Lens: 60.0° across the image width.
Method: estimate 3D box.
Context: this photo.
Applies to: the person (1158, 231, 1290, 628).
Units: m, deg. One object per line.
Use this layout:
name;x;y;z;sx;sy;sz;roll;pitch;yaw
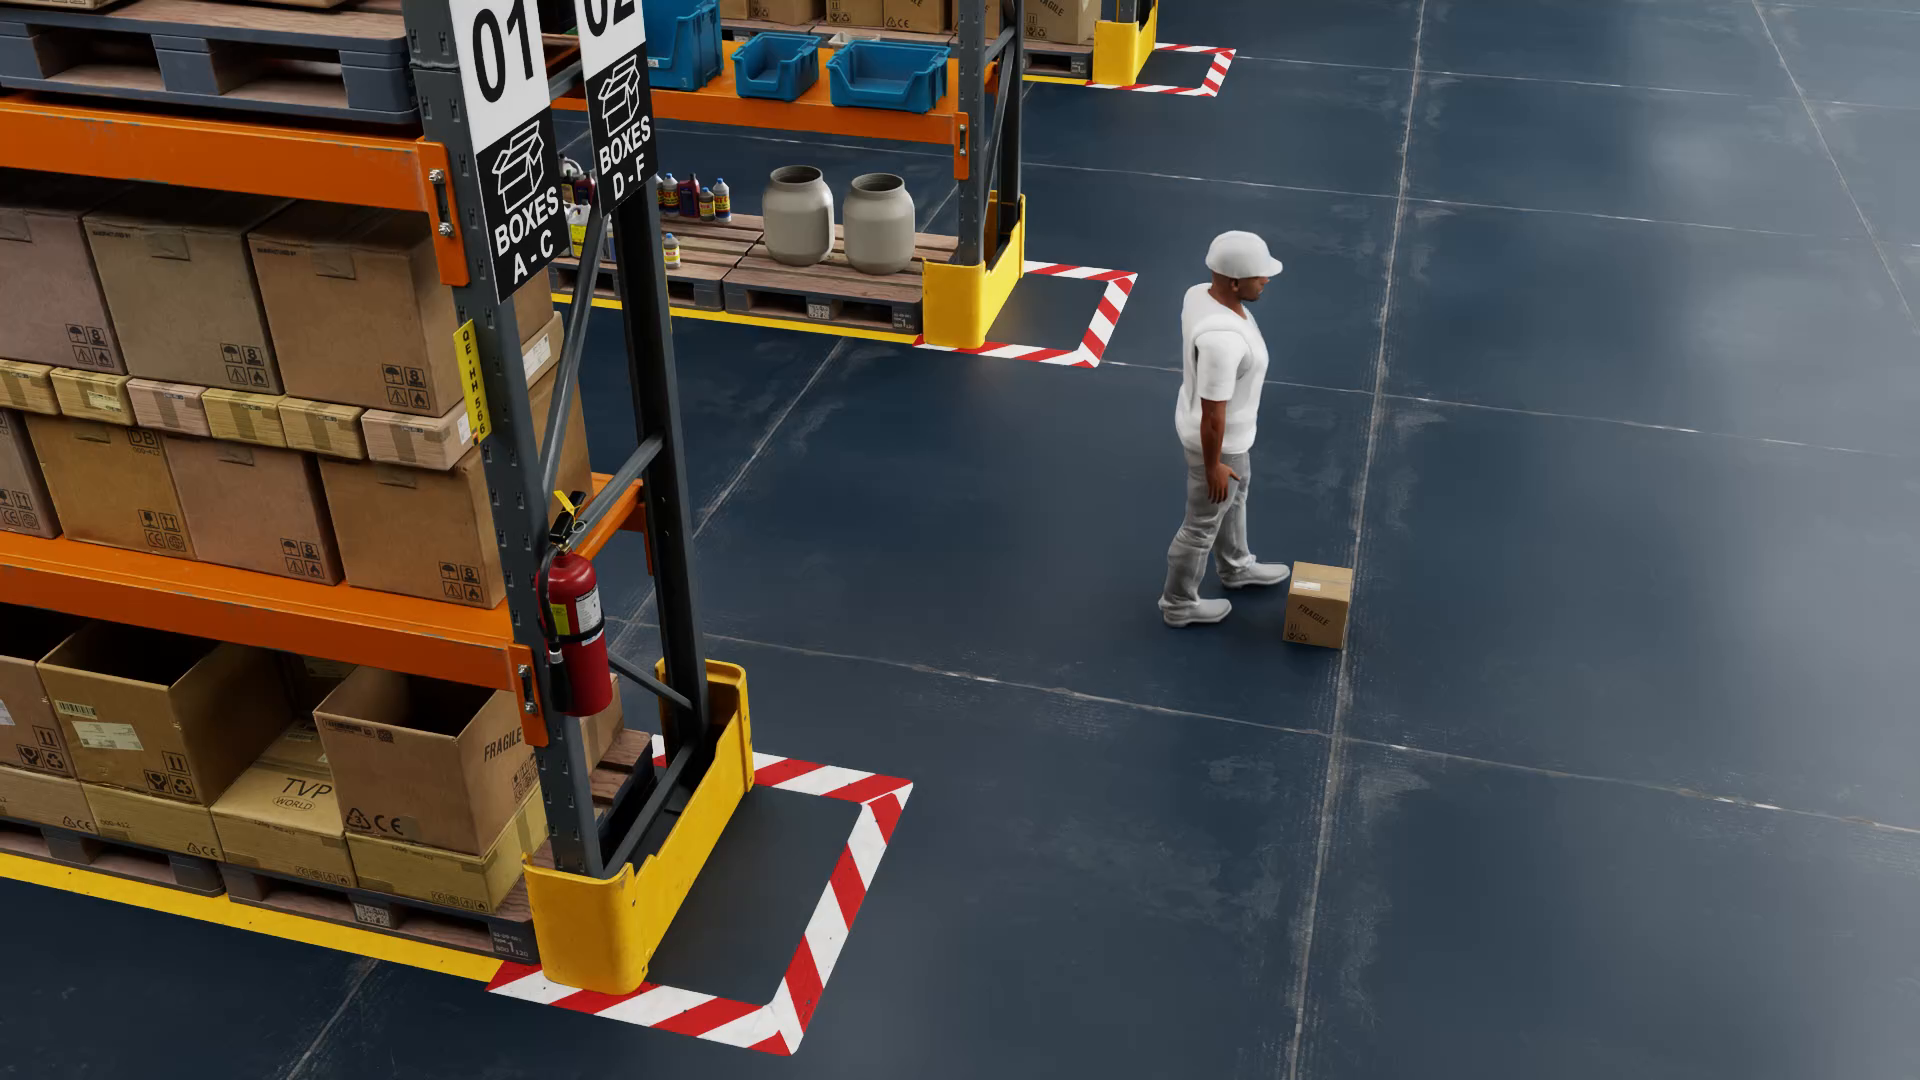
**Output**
person;1.160;-0.434;6.783;0.617;1.767;0.584;0;33;1
